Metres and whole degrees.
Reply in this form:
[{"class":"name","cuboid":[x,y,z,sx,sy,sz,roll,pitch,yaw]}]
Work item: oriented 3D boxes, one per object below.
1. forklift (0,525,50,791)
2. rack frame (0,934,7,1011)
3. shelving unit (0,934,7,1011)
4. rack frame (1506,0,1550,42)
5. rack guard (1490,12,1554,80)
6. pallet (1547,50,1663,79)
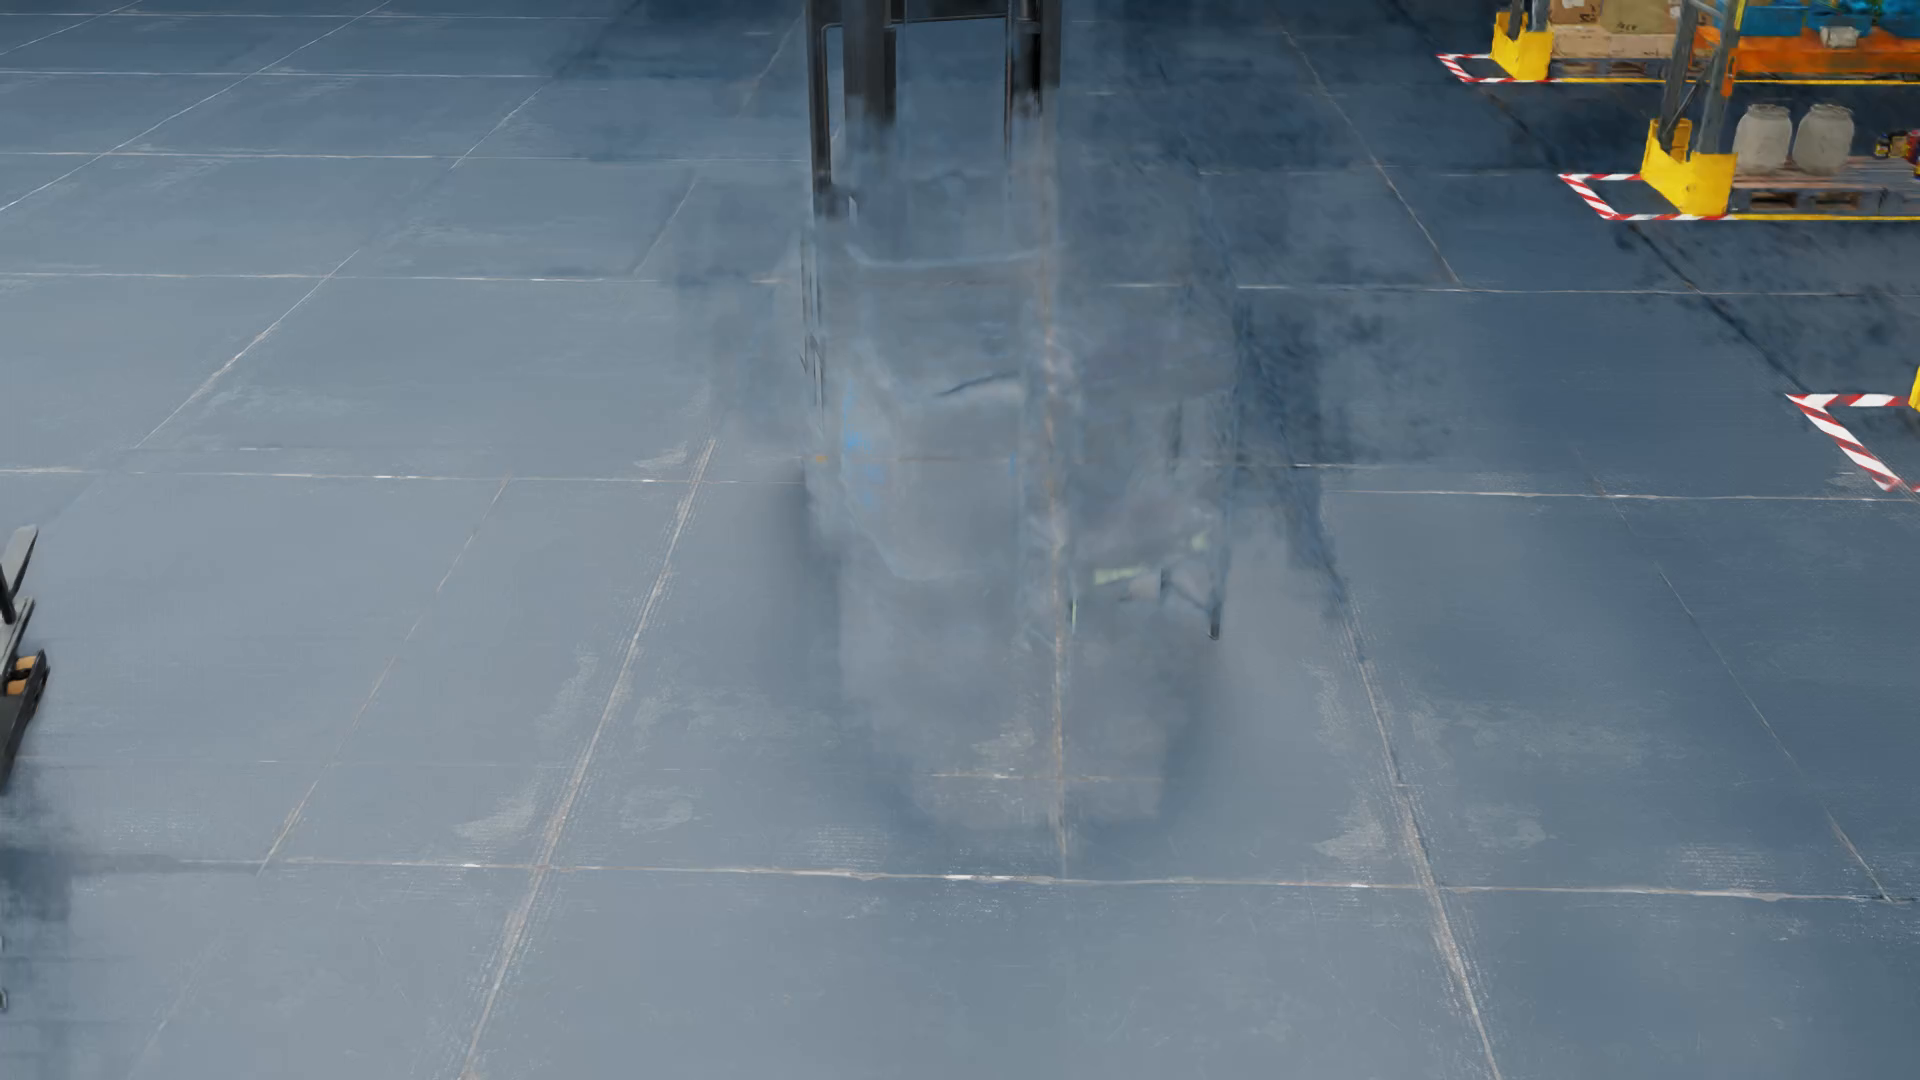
[{"class":"forklift","cuboid":[-0.179,-1.602,7.642,1.130,2.935,3.031,-8,29,-14]},{"class":"rack frame","cuboid":[0.980,-0.324,6.758,0.023,1.500,0.400,-15,31,-25]},{"class":"shelving unit","cuboid":[0.660,-0.241,6.601,0.755,1.500,0.431,-15,31,-25]},{"class":"rack frame","cuboid":[10.461,-7.687,19.049,0.127,3.000,1.000,1,28,2]},{"class":"rack guard","cuboid":[10.437,-6.583,19.635,0.348,0.500,1.175,1,28,2]},{"class":"pallet","cuboid":[11.227,-6.462,19.715,1.213,0.211,1.003,1,28,2]}]
